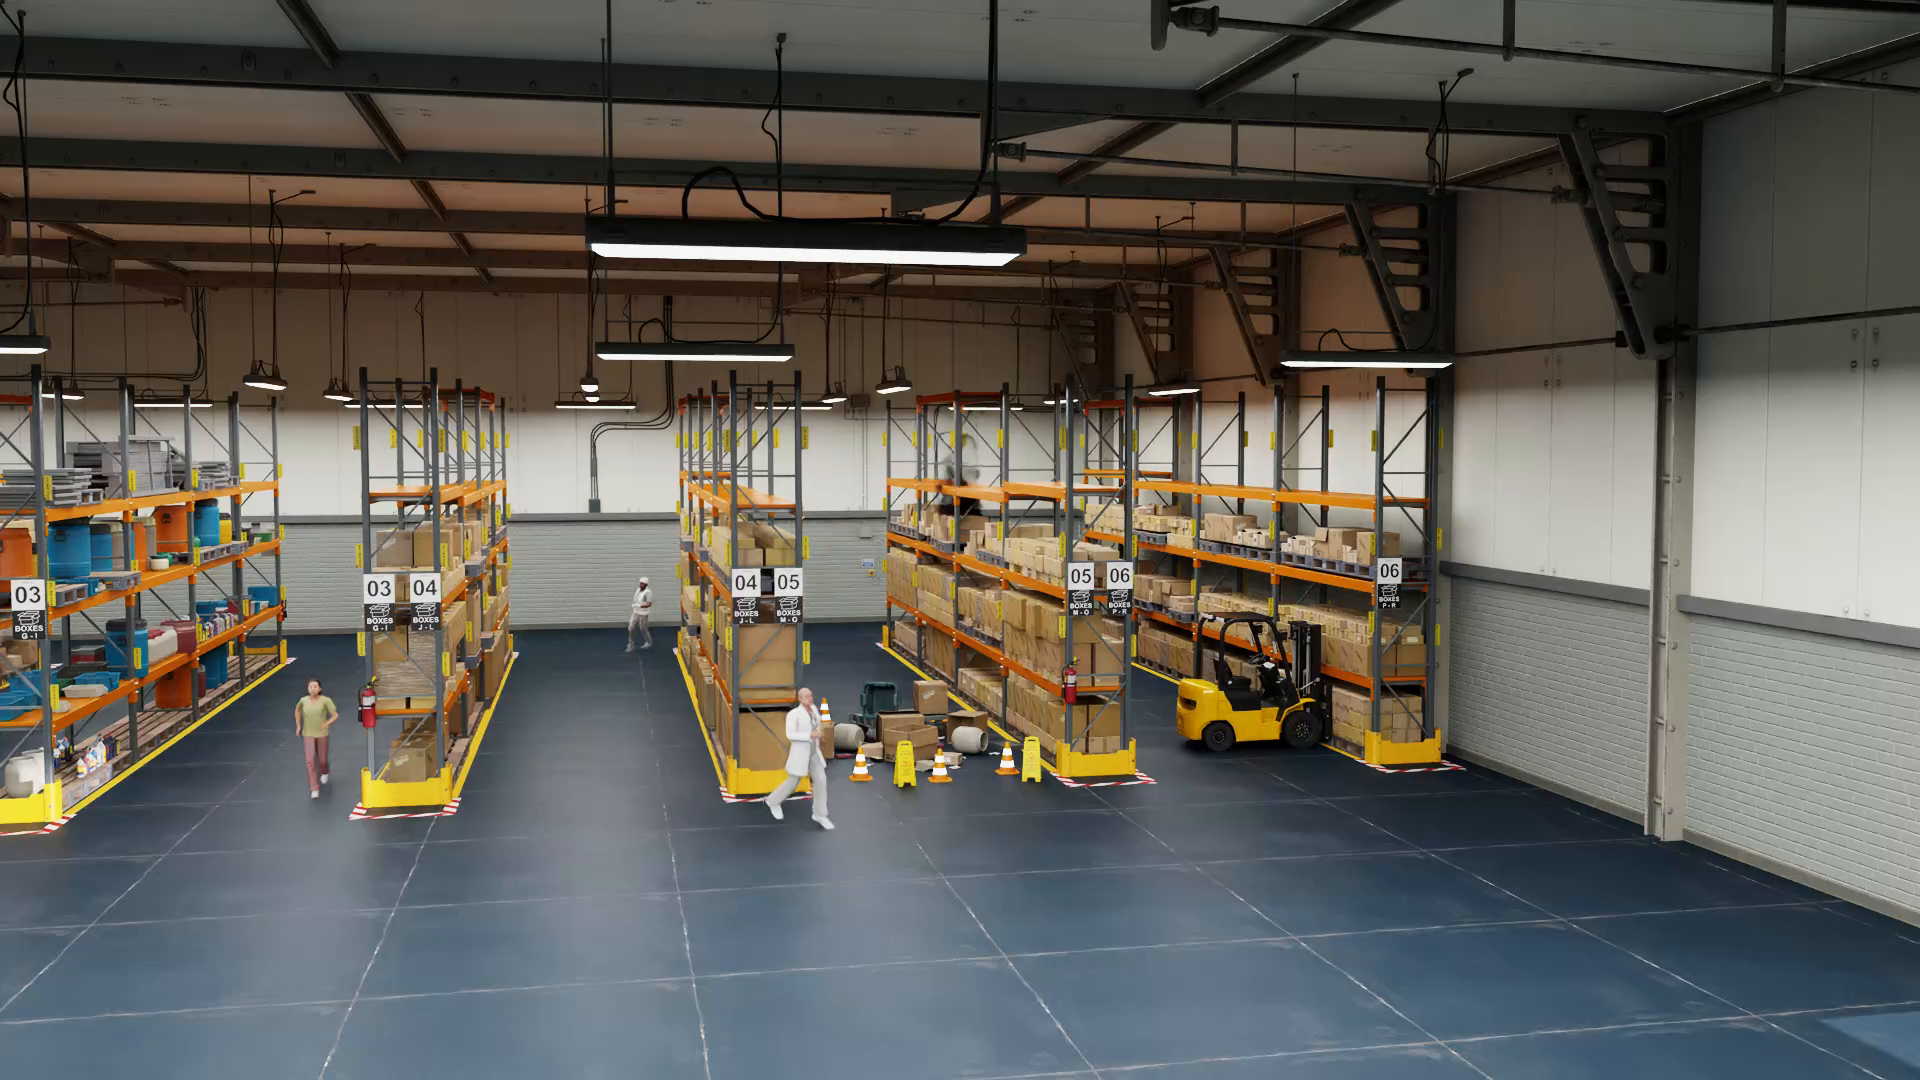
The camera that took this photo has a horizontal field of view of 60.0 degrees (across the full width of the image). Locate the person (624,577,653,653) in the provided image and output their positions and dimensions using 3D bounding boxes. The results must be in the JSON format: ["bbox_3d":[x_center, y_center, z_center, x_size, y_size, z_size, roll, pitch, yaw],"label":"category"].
[{"bbox_3d":[-7.515,1.780,39.449,0.675,1.815,0.758,3,4,36],"label":"person"}]

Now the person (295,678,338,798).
[{"bbox_3d":[-9.093,2.763,23.493,0.604,1.643,0.909,-1,3,-12],"label":"person"}]

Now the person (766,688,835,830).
[{"bbox_3d":[-2.062,2.820,21.679,1.041,1.817,0.726,3,4,41],"label":"person"}]
